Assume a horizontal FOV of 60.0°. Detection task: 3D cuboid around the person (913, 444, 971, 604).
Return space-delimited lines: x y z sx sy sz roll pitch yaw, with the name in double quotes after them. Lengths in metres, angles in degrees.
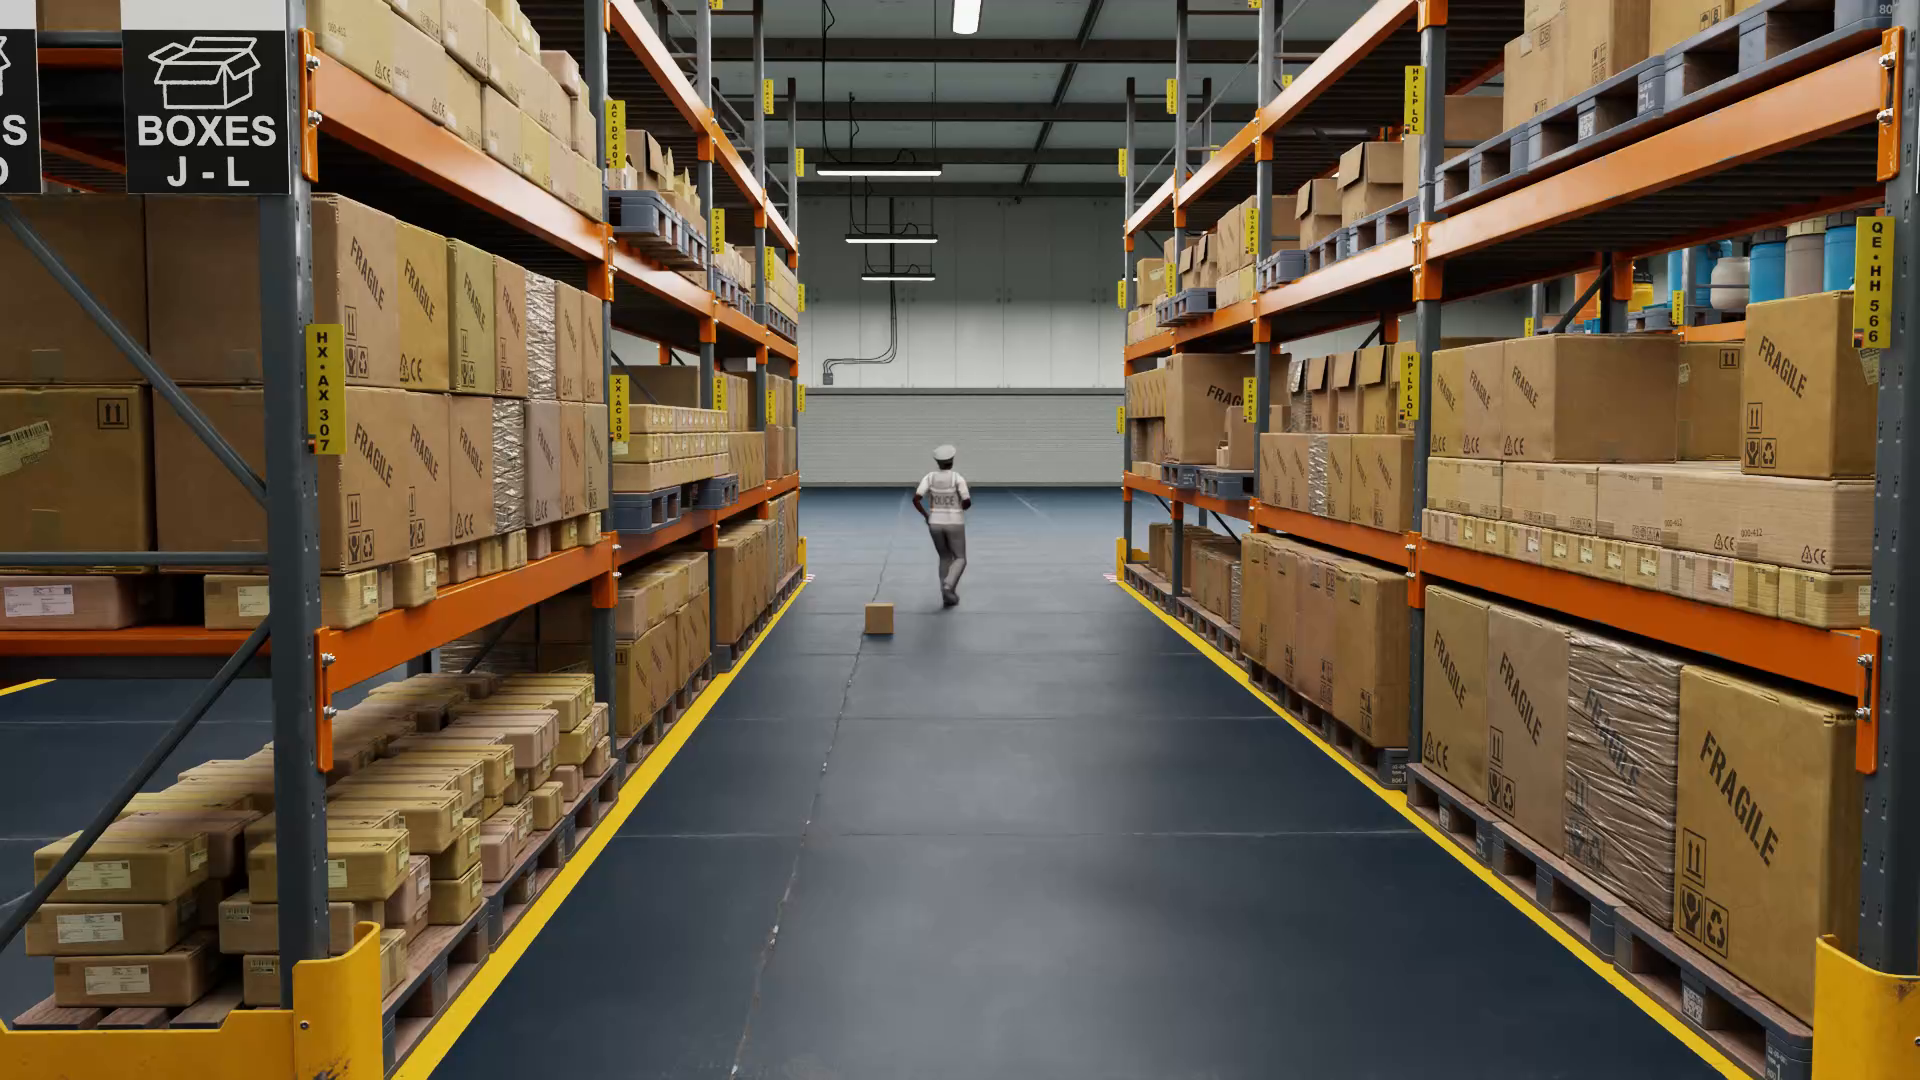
-0.141 -0.159 17.176 0.592 1.662 0.698 1 4 20 "person"
